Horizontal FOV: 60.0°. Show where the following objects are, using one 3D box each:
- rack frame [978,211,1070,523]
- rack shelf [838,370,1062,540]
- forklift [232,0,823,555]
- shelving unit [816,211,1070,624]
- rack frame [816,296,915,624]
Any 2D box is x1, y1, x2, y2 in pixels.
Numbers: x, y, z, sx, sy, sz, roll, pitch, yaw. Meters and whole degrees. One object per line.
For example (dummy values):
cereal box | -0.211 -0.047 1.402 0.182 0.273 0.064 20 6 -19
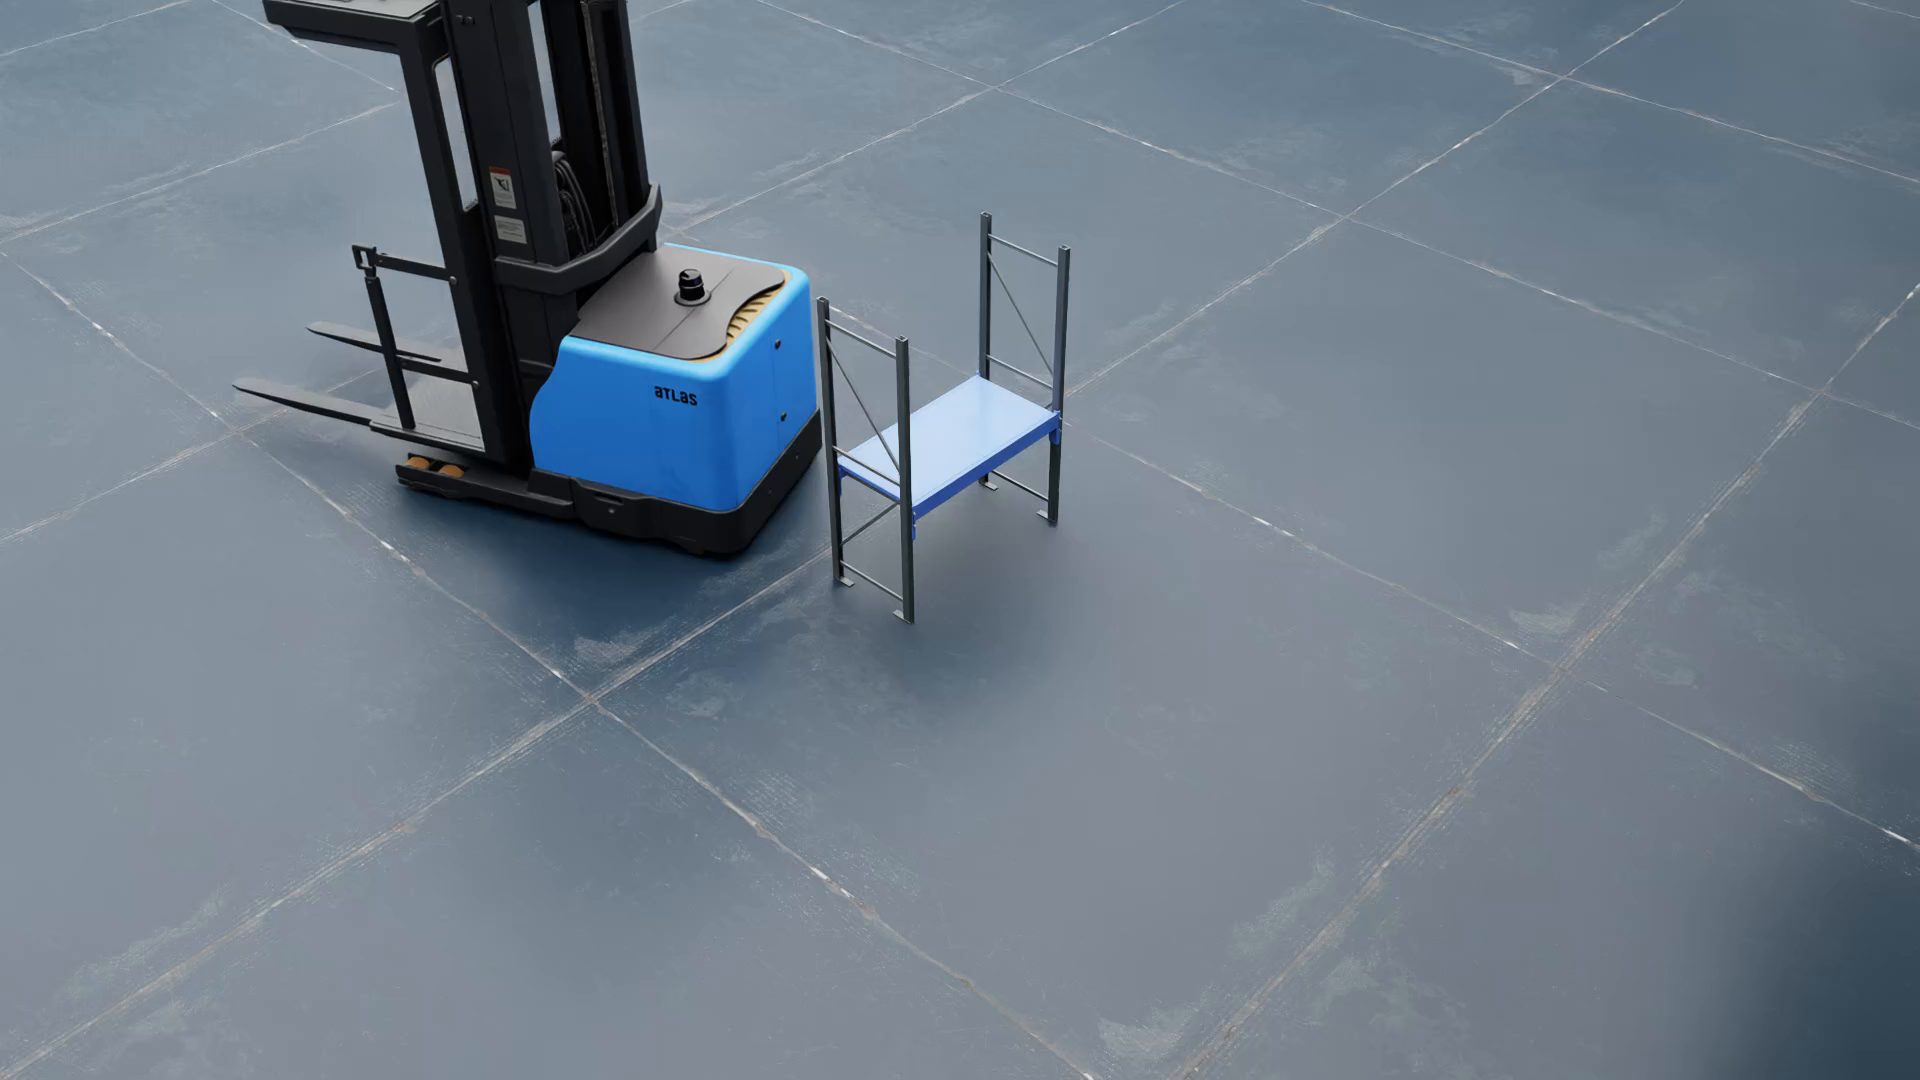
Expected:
rack frame | 0.285 -0.781 7.811 0.500 1.500 0.032 30 47 32
rack shelf | -0.058 -0.407 7.629 0.538 0.185 1.000 30 47 32
forklift | -2.277 -1.647 7.750 3.031 2.935 1.130 13 40 16
shelving unit | -0.058 -0.548 7.517 0.538 1.500 1.048 30 47 32
rack frame | -0.400 -0.314 7.224 0.500 1.500 0.032 30 47 32
